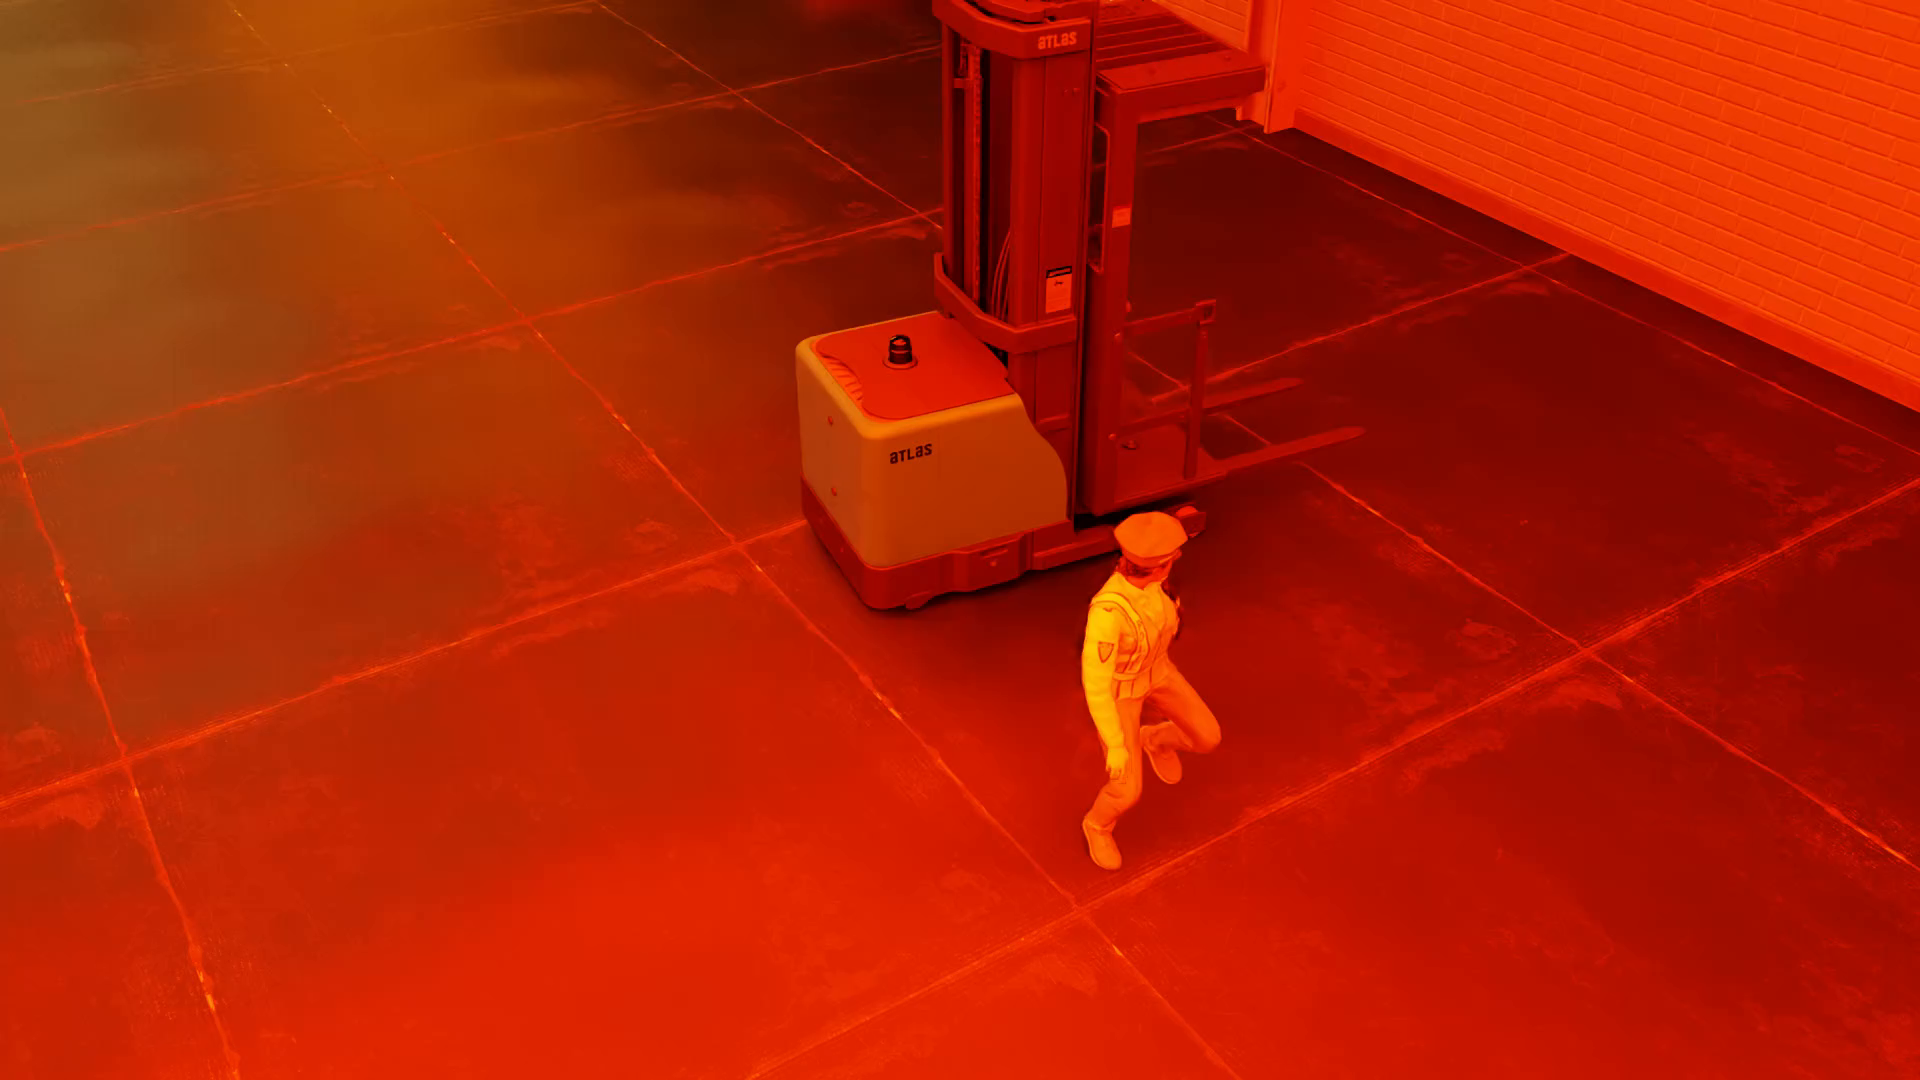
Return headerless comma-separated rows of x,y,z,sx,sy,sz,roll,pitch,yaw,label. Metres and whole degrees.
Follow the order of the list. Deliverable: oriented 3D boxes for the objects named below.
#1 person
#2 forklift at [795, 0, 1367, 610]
0.723,0.567,6.566,0.804,1.561,0.516,-28,44,-34,person
0.728,-1.421,8.170,3.031,2.935,1.130,-15,38,-20,forklift
